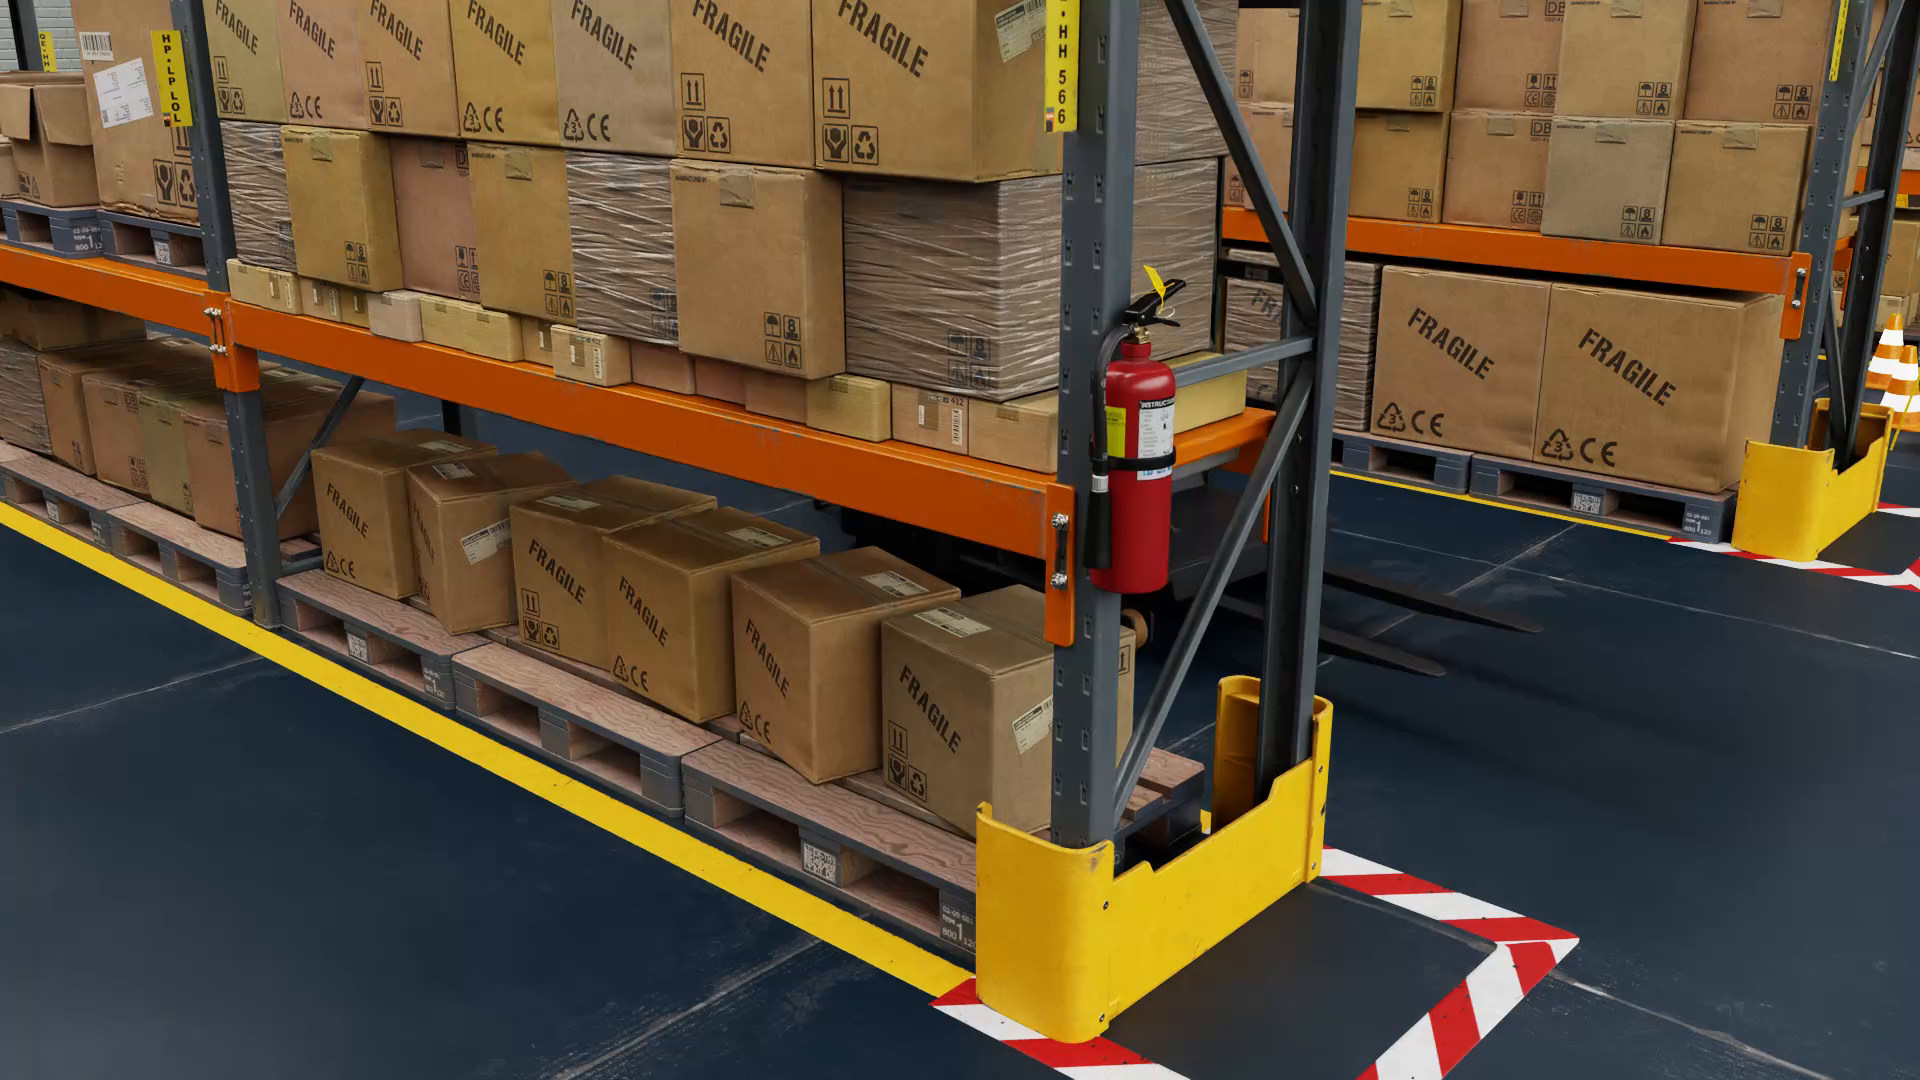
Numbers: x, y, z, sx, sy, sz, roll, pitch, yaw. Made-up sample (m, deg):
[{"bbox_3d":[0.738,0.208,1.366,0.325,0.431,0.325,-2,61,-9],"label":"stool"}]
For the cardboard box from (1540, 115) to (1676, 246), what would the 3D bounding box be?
[{"bbox_3d":[3.220,-1.736,7.876,0.550,0.550,0.875,15,23,39],"label":"cardboard box"}]

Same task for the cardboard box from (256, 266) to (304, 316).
[{"bbox_3d":[-2.267,-0.912,5.942,0.250,0.149,0.380,15,23,39],"label":"cardboard box"}]

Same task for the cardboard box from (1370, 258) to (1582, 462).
[{"bbox_3d":[2.743,-0.980,8.559,0.875,0.875,0.875,15,23,38],"label":"cardboard box"}]

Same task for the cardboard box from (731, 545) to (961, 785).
[{"bbox_3d":[-0.340,0.357,4.967,0.500,0.500,0.500,-11,21,-31],"label":"cardboard box"}]

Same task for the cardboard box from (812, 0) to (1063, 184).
[{"bbox_3d":[0.010,-1.114,3.852,0.500,0.500,0.500,15,23,39],"label":"cardboard box"}]

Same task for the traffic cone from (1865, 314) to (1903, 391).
[{"bbox_3d":[5.985,-1.221,10.692,0.334,0.463,0.336,15,23,39],"label":"traffic cone"}]

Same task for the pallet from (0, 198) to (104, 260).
[{"bbox_3d":[-3.890,-1.520,7.759,1.213,0.211,1.003,15,23,39],"label":"pallet"}]

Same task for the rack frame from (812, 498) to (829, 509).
[{"bbox_3d":[-0.564,-1.195,7.906,0.400,2.100,0.015,-15,23,-39],"label":"rack frame"}]

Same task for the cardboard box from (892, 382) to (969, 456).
[{"bbox_3d":[0.049,-0.334,4.121,0.250,0.149,0.380,15,23,39],"label":"cardboard box"}]

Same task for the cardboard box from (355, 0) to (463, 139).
[{"bbox_3d":[-1.490,-1.514,5.113,0.500,0.500,0.500,15,23,39],"label":"cardboard box"}]

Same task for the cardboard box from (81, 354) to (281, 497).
[{"bbox_3d":[-3.614,-0.555,7.806,0.500,0.500,0.700,13,22,35],"label":"cardboard box"}]

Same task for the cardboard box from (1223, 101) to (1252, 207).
[{"bbox_3d":[1.672,-2.193,9.315,0.550,0.550,0.875,15,23,39],"label":"cardboard box"}]

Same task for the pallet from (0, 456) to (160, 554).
[{"bbox_3d":[-3.906,-0.268,8.107,1.213,0.211,1.003,15,23,39],"label":"pallet"}]

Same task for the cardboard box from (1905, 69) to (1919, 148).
[{"bbox_3d":[6.574,-2.871,11.043,0.500,0.500,0.500,15,23,38],"label":"cardboard box"}]

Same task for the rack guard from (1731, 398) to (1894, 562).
[{"bbox_3d":[3.971,-0.299,7.726,0.348,0.500,1.175,15,23,39],"label":"rack guard"}]

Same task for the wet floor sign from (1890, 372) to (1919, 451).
[{"bbox_3d":[5.289,-0.815,9.113,0.232,0.644,0.267,11,20,30],"label":"wet floor sign"}]

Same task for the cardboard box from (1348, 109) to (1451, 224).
[{"bbox_3d":[2.460,-1.974,8.625,0.500,0.550,0.875,15,23,39],"label":"cardboard box"}]

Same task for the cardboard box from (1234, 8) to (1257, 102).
[{"bbox_3d":[1.703,-2.718,9.185,0.550,0.550,0.875,15,23,39],"label":"cardboard box"}]

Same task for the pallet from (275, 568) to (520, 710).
[{"bbox_3d":[-1.881,0.260,6.444,1.213,0.211,1.003,15,23,39],"label":"pallet"}]

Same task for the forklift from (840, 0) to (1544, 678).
[{"bbox_3d":[0.814,-1.145,6.375,1.130,2.935,3.031,-15,23,-39],"label":"forklift"}]

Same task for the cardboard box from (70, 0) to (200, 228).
[{"bbox_3d":[-2.908,-1.874,6.870,1.000,1.000,1.000,15,23,40],"label":"cardboard box"}]

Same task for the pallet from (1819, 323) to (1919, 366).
[{"bbox_3d":[6.522,-1.492,11.965,1.213,0.211,1.003,15,23,39],"label":"pallet"}]

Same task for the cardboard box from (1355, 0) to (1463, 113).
[{"bbox_3d":[2.417,-2.474,8.416,0.500,0.550,0.875,15,23,39],"label":"cardboard box"}]

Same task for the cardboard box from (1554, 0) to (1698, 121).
[{"bbox_3d":[3.229,-2.254,7.722,0.550,0.550,0.875,15,23,39],"label":"cardboard box"}]

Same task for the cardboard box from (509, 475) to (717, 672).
[{"bbox_3d":[-1.184,0.105,5.761,0.500,0.500,0.500,13,22,34],"label":"cardboard box"}]

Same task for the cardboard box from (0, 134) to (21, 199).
[{"bbox_3d":[-4.297,-1.739,7.688,0.500,0.250,0.500,14,22,38],"label":"cardboard box"}]

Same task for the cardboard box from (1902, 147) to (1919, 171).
[{"bbox_3d":[6.478,-2.568,11.160,0.250,0.149,0.380,15,23,39],"label":"cardboard box"}]

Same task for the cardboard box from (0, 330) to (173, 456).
[{"bbox_3d":[-4.460,-0.779,8.513,0.500,0.500,0.700,13,22,35],"label":"cardboard box"}]

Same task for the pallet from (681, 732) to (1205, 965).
[{"bbox_3d":[-0.056,0.750,4.901,1.213,0.211,1.003,15,23,39],"label":"pallet"}]

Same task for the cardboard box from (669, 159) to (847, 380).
[{"bbox_3d":[-0.261,-0.772,4.430,0.500,0.500,0.875,15,23,39],"label":"cardboard box"}]

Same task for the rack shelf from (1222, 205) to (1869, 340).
[{"bbox_3d":[2.457,-1.554,8.738,4.000,0.370,1.077,15,23,39],"label":"rack shelf"}]

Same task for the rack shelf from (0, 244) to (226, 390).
[{"bbox_3d":[-3.902,-1.255,7.796,4.000,0.370,1.077,15,23,39],"label":"rack shelf"}]

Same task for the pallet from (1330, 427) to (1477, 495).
[{"bbox_3d":[2.395,-0.554,9.007,1.213,0.211,1.003,15,23,39],"label":"pallet"}]

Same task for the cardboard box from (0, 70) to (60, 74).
[{"bbox_3d":[-4.968,-2.148,8.561,0.500,0.500,0.500,12,21,33],"label":"cardboard box"}]

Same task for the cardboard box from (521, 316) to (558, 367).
[{"bbox_3d":[-1.097,-0.627,5.044,0.250,0.149,0.380,15,23,39],"label":"cardboard box"}]

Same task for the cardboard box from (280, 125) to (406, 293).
[{"bbox_3d":[-1.760,-1.173,5.692,0.500,0.500,0.875,15,23,39],"label":"cardboard box"}]

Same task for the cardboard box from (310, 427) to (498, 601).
[{"bbox_3d":[-2.134,-0.116,6.455,0.500,0.500,0.500,14,22,38],"label":"cardboard box"}]

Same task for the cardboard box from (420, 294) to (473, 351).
[{"bbox_3d":[-1.494,-0.720,5.336,0.250,0.149,0.380,15,23,39],"label":"cardboard box"}]

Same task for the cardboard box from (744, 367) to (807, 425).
[{"bbox_3d":[-0.349,-0.426,4.412,0.250,0.149,0.380,15,23,39],"label":"cardboard box"}]

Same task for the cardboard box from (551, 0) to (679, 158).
[{"bbox_3d":[-0.740,-1.314,4.482,0.500,0.500,0.500,15,23,39],"label":"cardboard box"}]

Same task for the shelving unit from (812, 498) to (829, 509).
[{"bbox_3d":[-0.402,-1.140,7.732,0.431,2.100,0.503,-15,23,-39],"label":"shelving unit"}]

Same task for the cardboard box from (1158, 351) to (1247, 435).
[{"bbox_3d":[0.530,-0.385,4.280,0.250,0.149,0.380,15,23,39],"label":"cardboard box"}]

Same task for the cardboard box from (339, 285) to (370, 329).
[{"bbox_3d":[-1.868,-0.820,5.652,0.250,0.149,0.380,15,23,39],"label":"cardboard box"}]

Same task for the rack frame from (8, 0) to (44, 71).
[{"bbox_3d":[-5.398,-1.999,8.953,0.127,3.000,1.000,15,23,39],"label":"rack frame"}]

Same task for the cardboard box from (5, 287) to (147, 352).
[{"bbox_3d":[-4.474,-1.143,8.420,0.500,0.250,0.500,-15,23,-40],"label":"cardboard box"}]

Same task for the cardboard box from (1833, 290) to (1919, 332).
[{"bbox_3d":[6.362,-1.631,11.644,0.500,0.250,0.500,15,23,39],"label":"cardboard box"}]

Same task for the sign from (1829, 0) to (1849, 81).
[{"bbox_3d":[3.583,-2.040,6.775,0.005,0.325,0.100,15,23,39],"label":"sign"}]

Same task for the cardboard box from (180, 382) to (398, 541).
[{"bbox_3d":[-2.851,-0.343,7.138,0.500,0.500,0.700,13,22,35],"label":"cardboard box"}]

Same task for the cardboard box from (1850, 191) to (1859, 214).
[{"bbox_3d":[6.072,-2.352,11.603,0.250,0.149,0.380,16,24,41],"label":"cardboard box"}]

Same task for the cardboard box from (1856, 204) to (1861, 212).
[{"bbox_3d":[6.331,-2.215,12.245,0.500,0.500,0.500,14,22,37],"label":"cardboard box"}]

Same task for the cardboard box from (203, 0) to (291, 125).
[{"bbox_3d":[-2.239,-1.714,5.745,0.500,0.500,0.500,15,23,39],"label":"cardboard box"}]

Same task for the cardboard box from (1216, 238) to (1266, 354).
[{"bbox_3d":[1.385,-1.343,9.704,0.875,0.875,0.875,15,23,40],"label":"cardboard box"}]

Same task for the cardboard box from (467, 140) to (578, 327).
[{"bbox_3d":[-0.973,-0.986,5.102,0.500,0.500,0.875,15,23,39],"label":"cardboard box"}]

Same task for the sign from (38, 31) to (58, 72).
[{"bbox_3d":[-5.045,-2.638,9.183,0.005,0.325,0.100,15,23,39],"label":"sign"}]

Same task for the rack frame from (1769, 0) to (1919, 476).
[{"bbox_3d":[3.953,-1.495,7.364,0.127,3.000,1.000,15,23,39],"label":"rack frame"}]

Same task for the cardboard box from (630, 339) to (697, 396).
[{"bbox_3d":[-0.711,-0.531,4.742,0.250,0.149,0.380,15,23,39],"label":"cardboard box"}]
